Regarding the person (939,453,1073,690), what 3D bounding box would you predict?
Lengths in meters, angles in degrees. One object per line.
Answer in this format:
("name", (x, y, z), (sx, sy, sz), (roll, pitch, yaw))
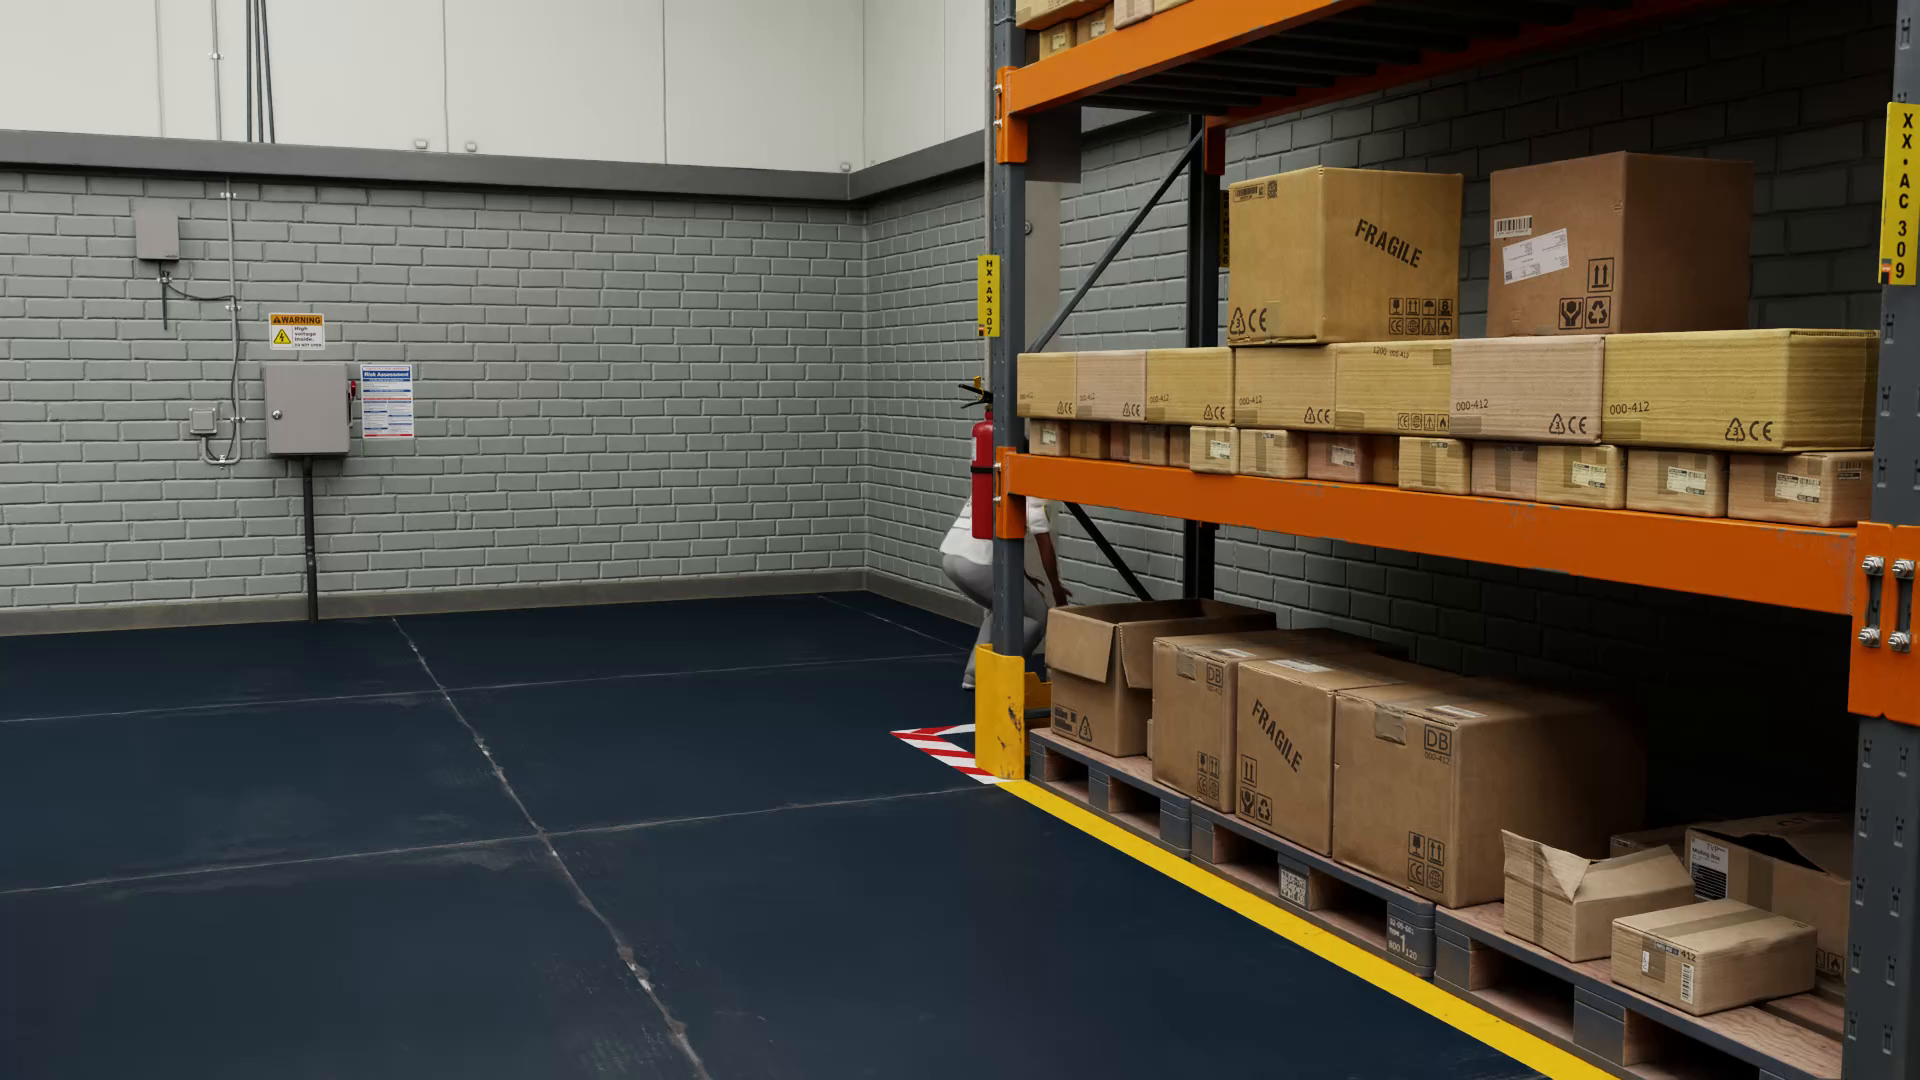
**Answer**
("person", (0.256, 0.134, 8.538), (0.756, 1.303, 0.499), (-2, 6, -24))
